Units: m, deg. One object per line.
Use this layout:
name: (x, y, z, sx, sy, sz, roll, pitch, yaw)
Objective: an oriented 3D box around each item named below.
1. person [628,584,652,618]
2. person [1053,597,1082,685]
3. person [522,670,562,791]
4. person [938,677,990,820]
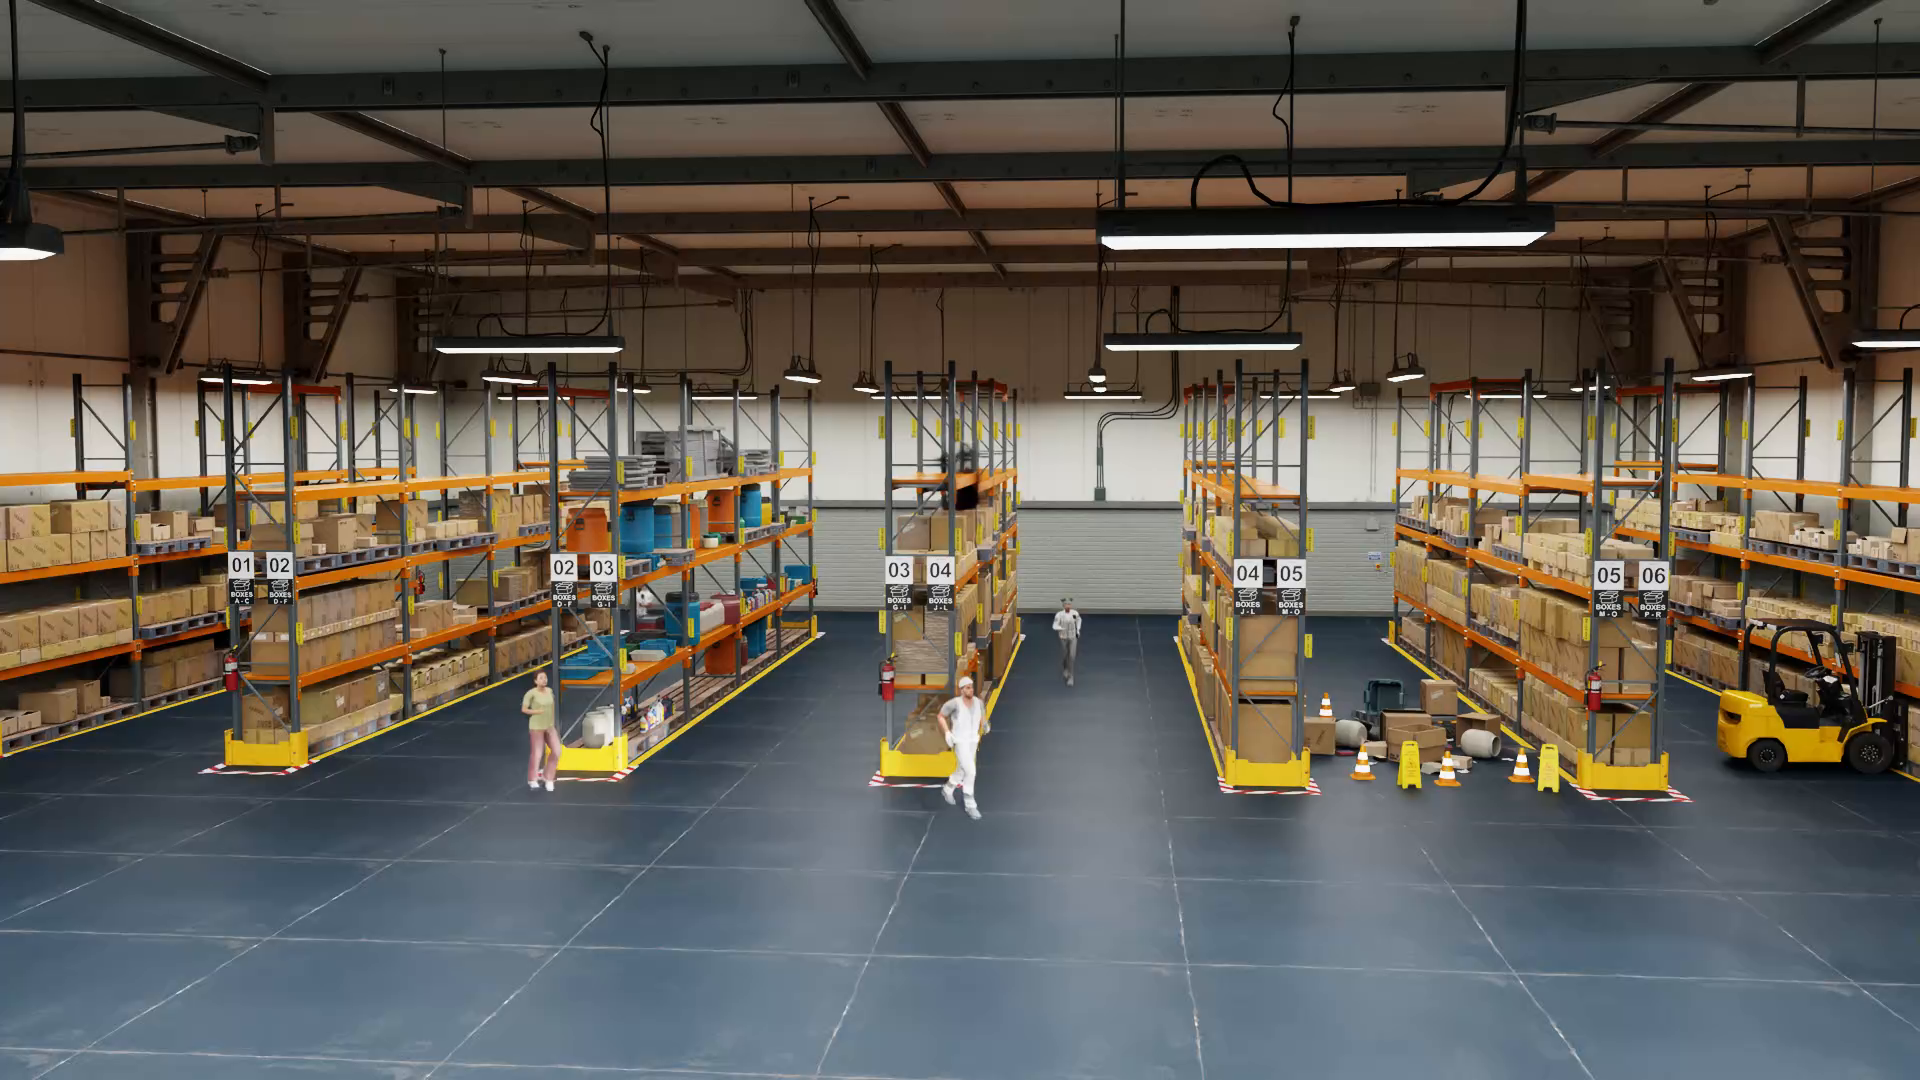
person: (-7.133, 1.697, 37.047, 0.574, 1.682, 0.917, 0, 4, -3)
person: (2.133, 1.973, 33.058, 0.567, 1.706, 0.915, 0, 4, 4)
person: (-5.813, 2.655, 23.132, 0.584, 1.707, 0.607, -4, 5, -43)
person: (0.049, 2.673, 21.746, 0.626, 1.808, 0.899, -3, 5, -39)
